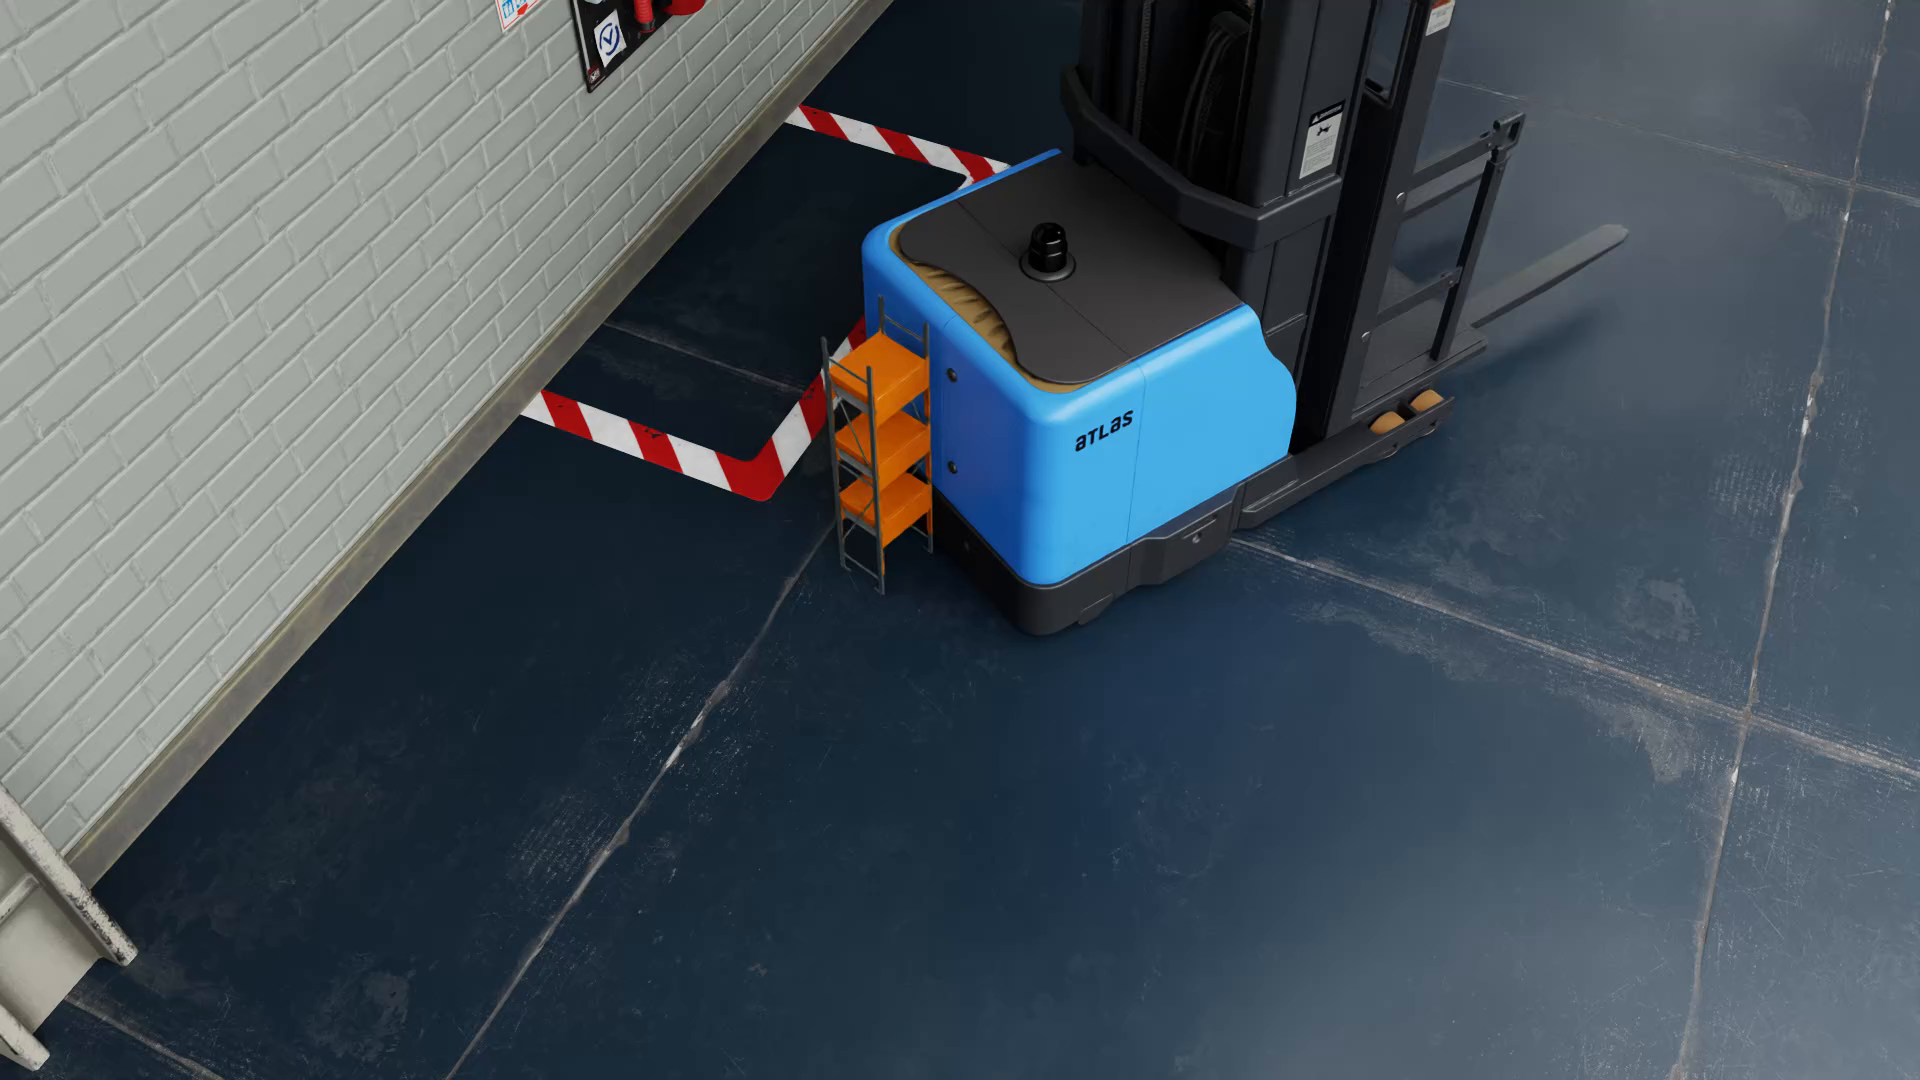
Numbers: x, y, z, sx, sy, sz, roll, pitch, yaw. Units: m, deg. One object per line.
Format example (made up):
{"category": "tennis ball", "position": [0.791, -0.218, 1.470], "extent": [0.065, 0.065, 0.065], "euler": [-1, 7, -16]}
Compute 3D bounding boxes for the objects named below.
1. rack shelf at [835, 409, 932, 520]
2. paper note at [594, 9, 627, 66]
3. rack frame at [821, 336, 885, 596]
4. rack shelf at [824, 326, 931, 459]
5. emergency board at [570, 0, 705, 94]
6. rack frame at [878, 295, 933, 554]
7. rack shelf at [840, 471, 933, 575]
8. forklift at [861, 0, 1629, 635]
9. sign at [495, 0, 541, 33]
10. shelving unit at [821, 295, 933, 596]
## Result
{"category": "rack shelf", "position": [-0.250, -0.268, 5.302], "extent": [0.215, 0.259, 0.240], "euler": [34, 58, 25]}
{"category": "paper note", "position": [-1.232, -1.770, 5.865], "extent": [0.016, 0.148, 0.142], "euler": [20, 52, 16]}
{"category": "rack frame", "position": [-0.331, -0.205, 5.235], "extent": [0.200, 1.050, 0.008], "euler": [34, 58, 25]}
{"category": "rack shelf", "position": [-0.250, -0.452, 5.086], "extent": [0.215, 0.259, 0.240], "euler": [34, 58, 25]}
{"category": "emergency board", "position": [-1.094, -2.155, 5.614], "extent": [0.194, 1.169, 0.643], "euler": [20, 52, 16]}
{"category": "rack frame", "position": [-0.169, -0.344, 5.353], "extent": [0.200, 1.050, 0.008], "euler": [34, 58, 25]}
{"category": "rack shelf", "position": [-0.250, -0.088, 5.514], "extent": [0.215, 0.259, 0.240], "euler": [34, 58, 25]}
{"category": "forklift", "position": [1.177, -1.551, 5.145], "extent": [3.031, 2.935, 1.130], "euler": [-28, 55, -22]}
{"category": "sign", "position": [-1.424, -1.819, 5.305], "extent": [0.001, 0.329, 0.234], "euler": [20, 52, 16]}
{"category": "shelving unit", "position": [-0.250, -0.275, 5.294], "extent": [0.215, 1.050, 0.252], "euler": [34, 58, 25]}
